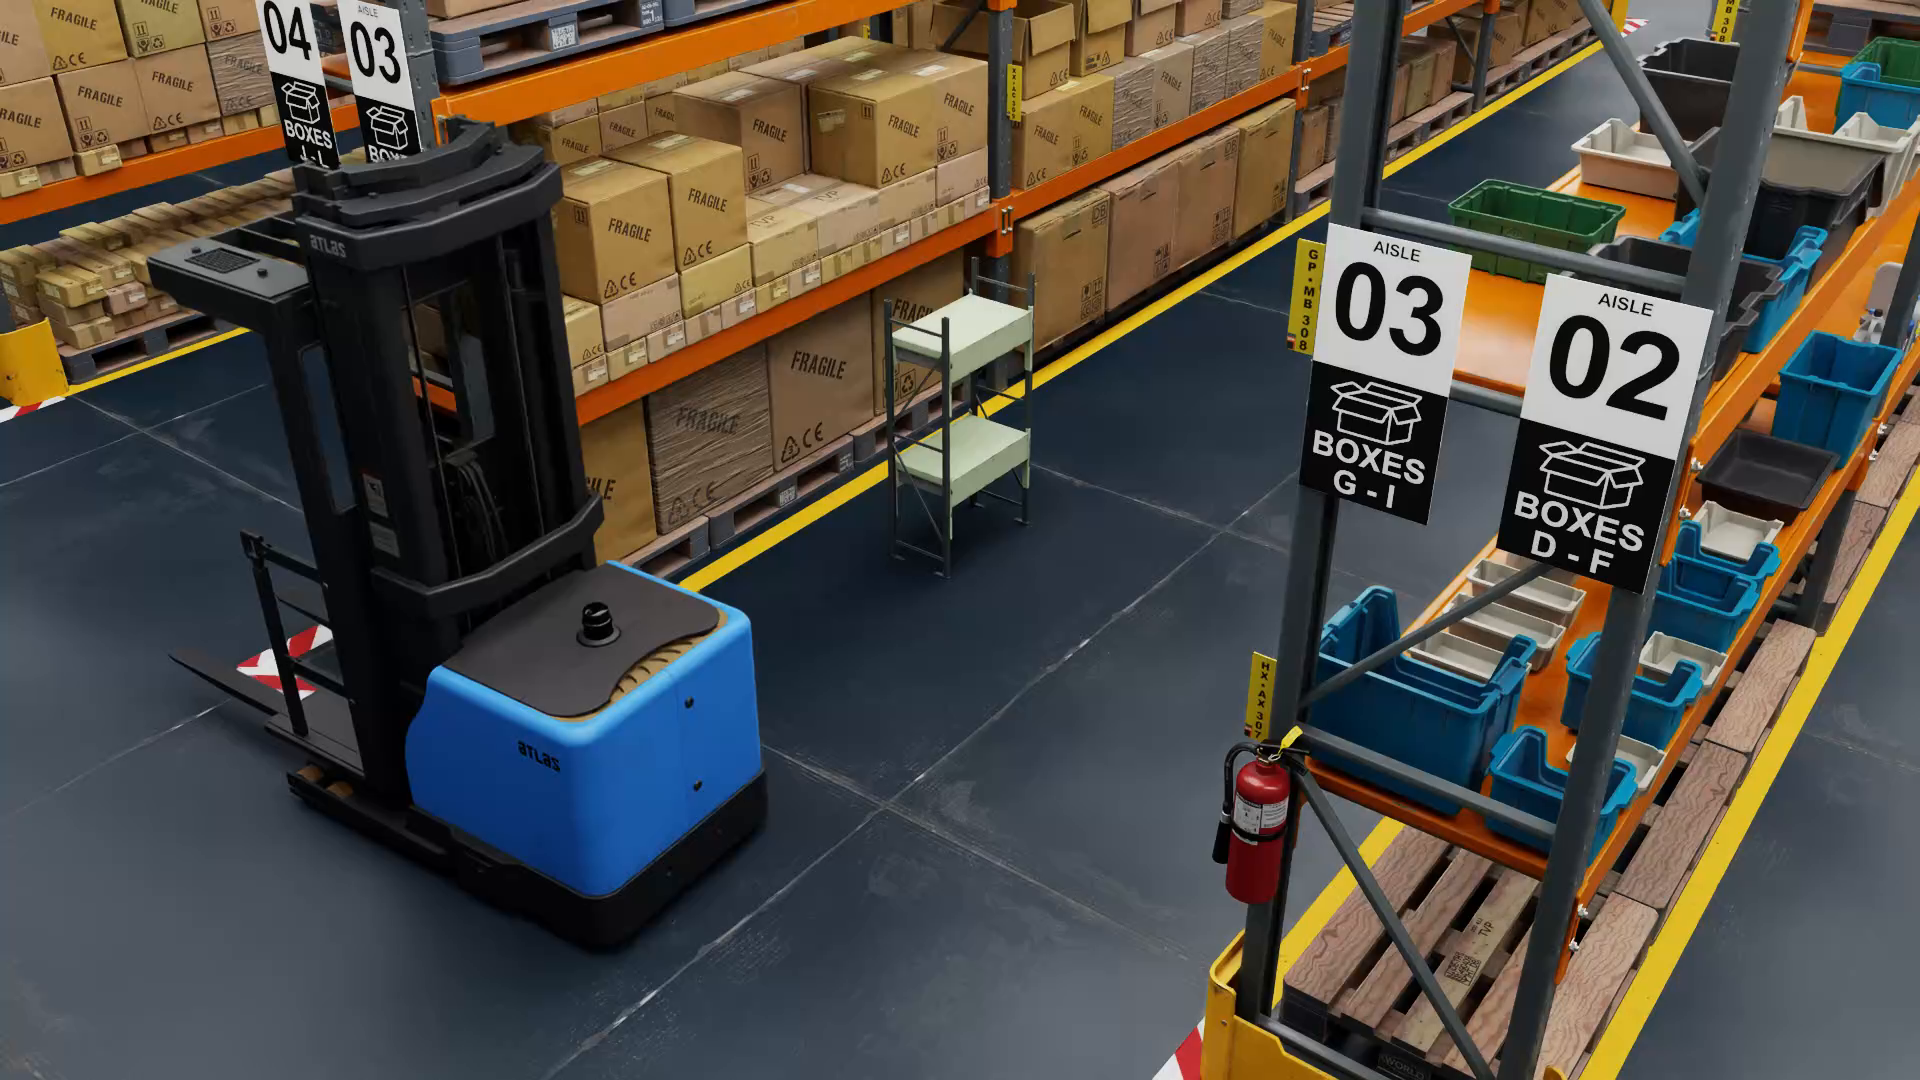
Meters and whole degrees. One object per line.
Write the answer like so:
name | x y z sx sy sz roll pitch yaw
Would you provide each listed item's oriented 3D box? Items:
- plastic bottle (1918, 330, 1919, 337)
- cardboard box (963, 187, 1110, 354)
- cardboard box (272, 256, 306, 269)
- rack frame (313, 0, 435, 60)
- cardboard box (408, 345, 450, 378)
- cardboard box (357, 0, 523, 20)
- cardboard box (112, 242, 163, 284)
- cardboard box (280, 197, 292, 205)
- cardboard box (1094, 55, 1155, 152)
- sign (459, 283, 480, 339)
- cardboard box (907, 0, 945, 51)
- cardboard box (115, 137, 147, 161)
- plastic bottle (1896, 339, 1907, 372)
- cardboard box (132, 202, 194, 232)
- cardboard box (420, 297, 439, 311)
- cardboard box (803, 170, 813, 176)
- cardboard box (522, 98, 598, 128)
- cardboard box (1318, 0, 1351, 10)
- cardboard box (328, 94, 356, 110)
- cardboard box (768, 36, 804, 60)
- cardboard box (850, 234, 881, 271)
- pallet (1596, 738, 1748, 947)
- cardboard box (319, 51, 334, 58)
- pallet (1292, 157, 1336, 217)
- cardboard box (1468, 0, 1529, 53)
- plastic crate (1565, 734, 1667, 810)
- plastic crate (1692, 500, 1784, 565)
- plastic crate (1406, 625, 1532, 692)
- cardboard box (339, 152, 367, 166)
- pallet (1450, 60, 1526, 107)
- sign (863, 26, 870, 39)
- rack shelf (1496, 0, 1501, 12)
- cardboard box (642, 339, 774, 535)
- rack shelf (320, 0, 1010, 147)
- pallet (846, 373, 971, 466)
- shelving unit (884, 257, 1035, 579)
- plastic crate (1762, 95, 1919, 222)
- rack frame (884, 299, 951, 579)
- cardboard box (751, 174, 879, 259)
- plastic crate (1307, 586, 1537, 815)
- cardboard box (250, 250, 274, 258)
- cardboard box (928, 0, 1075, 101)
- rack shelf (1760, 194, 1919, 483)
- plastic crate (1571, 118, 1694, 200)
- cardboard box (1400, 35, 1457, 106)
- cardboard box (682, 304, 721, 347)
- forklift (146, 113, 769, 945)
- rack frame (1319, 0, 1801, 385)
plastic bottle | 4.839 -1.138 8.422 0.097 0.201 0.097 0 31 0
cardboard box | 0.248 -1.943 11.258 1.225 0.875 0.875 21 37 31
cardboard box | -4.936 -2.053 12.156 0.380 0.149 0.250 21 37 31
rack frame | -2.537 -3.365 6.101 1.000 3.000 0.127 21 37 31
cardboard box | -2.585 -0.922 8.110 0.380 0.149 0.250 22 37 32
cardboard box | -2.266 -2.569 7.092 0.700 0.500 0.500 19 35 28
cardboard box | -5.519 -1.882 11.284 0.380 0.149 0.250 21 37 31
cardboard box | -4.752 -2.410 12.175 0.380 0.149 0.250 20 36 30
cardboard box | 0.959 -2.971 11.223 0.500 0.500 0.500 20 36 30
sign | -2.098 -1.017 7.097 0.100 0.325 0.005 21 37 31
cardboard box | -0.637 -5.392 17.201 1.050 0.750 0.750 22 37 32
cardboard box | -5.601 -2.631 10.993 0.380 0.149 0.250 23 38 33
plastic bottle | 4.523 -0.925 8.063 0.097 0.201 0.097 0 31 0
cardboard box | -5.736 -2.296 11.982 0.380 0.149 0.250 23 37 33
cardboard box | -2.453 -1.449 7.873 0.500 0.500 0.500 22 37 32
cardboard box | -0.919 -2.162 9.812 0.500 0.250 0.500 21 37 31
cardboard box | -3.359 -3.624 13.728 0.500 0.250 0.500 19 36 29
cardboard box | 2.843 -4.749 13.811 0.500 0.500 0.700 -26 40 -37
cardboard box | -4.595 -3.236 12.014 0.380 0.149 0.250 19 36 29
cardboard box | -1.805 -4.672 15.496 0.500 0.250 0.500 20 36 30
cardboard box | -0.666 -1.659 9.353 0.380 0.149 0.250 22 37 32
pallet | 2.677 1.123 7.148 1.003 0.211 1.213 21 37 31
cardboard box | -4.698 -3.452 11.743 0.500 0.500 0.500 21 37 31
pallet | 2.765 -3.153 14.364 1.003 0.211 1.213 21 37 31
cardboard box | 5.632 -5.429 17.508 0.500 0.500 0.500 18 35 27
plastic crate | 2.083 0.724 5.286 0.250 0.136 0.298 21 37 31
plastic crate | 3.015 0.002 6.504 0.293 0.136 0.466 21 37 31
plastic crate | 1.759 0.441 5.764 0.396 0.136 0.243 21 37 31
cardboard box | -4.716 -2.900 13.001 0.380 0.149 0.250 21 36 31
pallet | 5.084 -4.746 17.051 1.003 0.211 1.213 21 37 31
sign | -0.561 -3.037 10.374 0.100 0.325 0.005 21 37 31
rack shelf | 5.914 -6.165 17.416 1.077 0.370 4.000 21 37 31
cardboard box | -1.665 -0.705 9.170 0.875 0.875 0.875 21 37 31
rack shelf | -1.330 -2.578 8.421 1.077 0.370 4.000 21 37 31
pallet | -0.644 -0.925 10.604 1.003 0.211 1.213 21 37 31
shelving unit | 0.004 -0.648 8.872 0.431 1.500 0.755 21 37 31
plastic crate | 2.995 -1.305 5.684 0.437 0.282 0.530 21 37 31
rack frame | -0.217 -0.499 8.621 0.400 1.500 0.023 21 37 31
cardboard box | -0.798 -1.794 9.191 0.500 0.250 0.500 22 37 32
plastic crate | 1.465 0.506 5.361 0.616 0.435 0.499 21 37 31
cardboard box | -5.166 -2.119 11.976 0.380 0.149 0.250 23 38 34
cardboard box | 0.256 -3.147 10.535 0.797 0.503 0.637 20 36 30
rack shelf | 5.033 -1.389 9.357 1.077 0.370 4.000 21 37 31
plastic crate | 2.461 -1.353 5.907 0.437 0.136 0.530 21 37 31
cardboard box | 4.319 -4.533 15.976 0.700 0.500 0.500 18 35 28
cardboard box | -1.441 -1.137 8.473 0.380 0.149 0.250 20 36 30
forklift | -2.333 -0.255 6.806 3.031 2.935 1.130 19 35 28
rack frame | 1.412 -1.840 3.529 1.000 3.000 0.127 21 37 31
